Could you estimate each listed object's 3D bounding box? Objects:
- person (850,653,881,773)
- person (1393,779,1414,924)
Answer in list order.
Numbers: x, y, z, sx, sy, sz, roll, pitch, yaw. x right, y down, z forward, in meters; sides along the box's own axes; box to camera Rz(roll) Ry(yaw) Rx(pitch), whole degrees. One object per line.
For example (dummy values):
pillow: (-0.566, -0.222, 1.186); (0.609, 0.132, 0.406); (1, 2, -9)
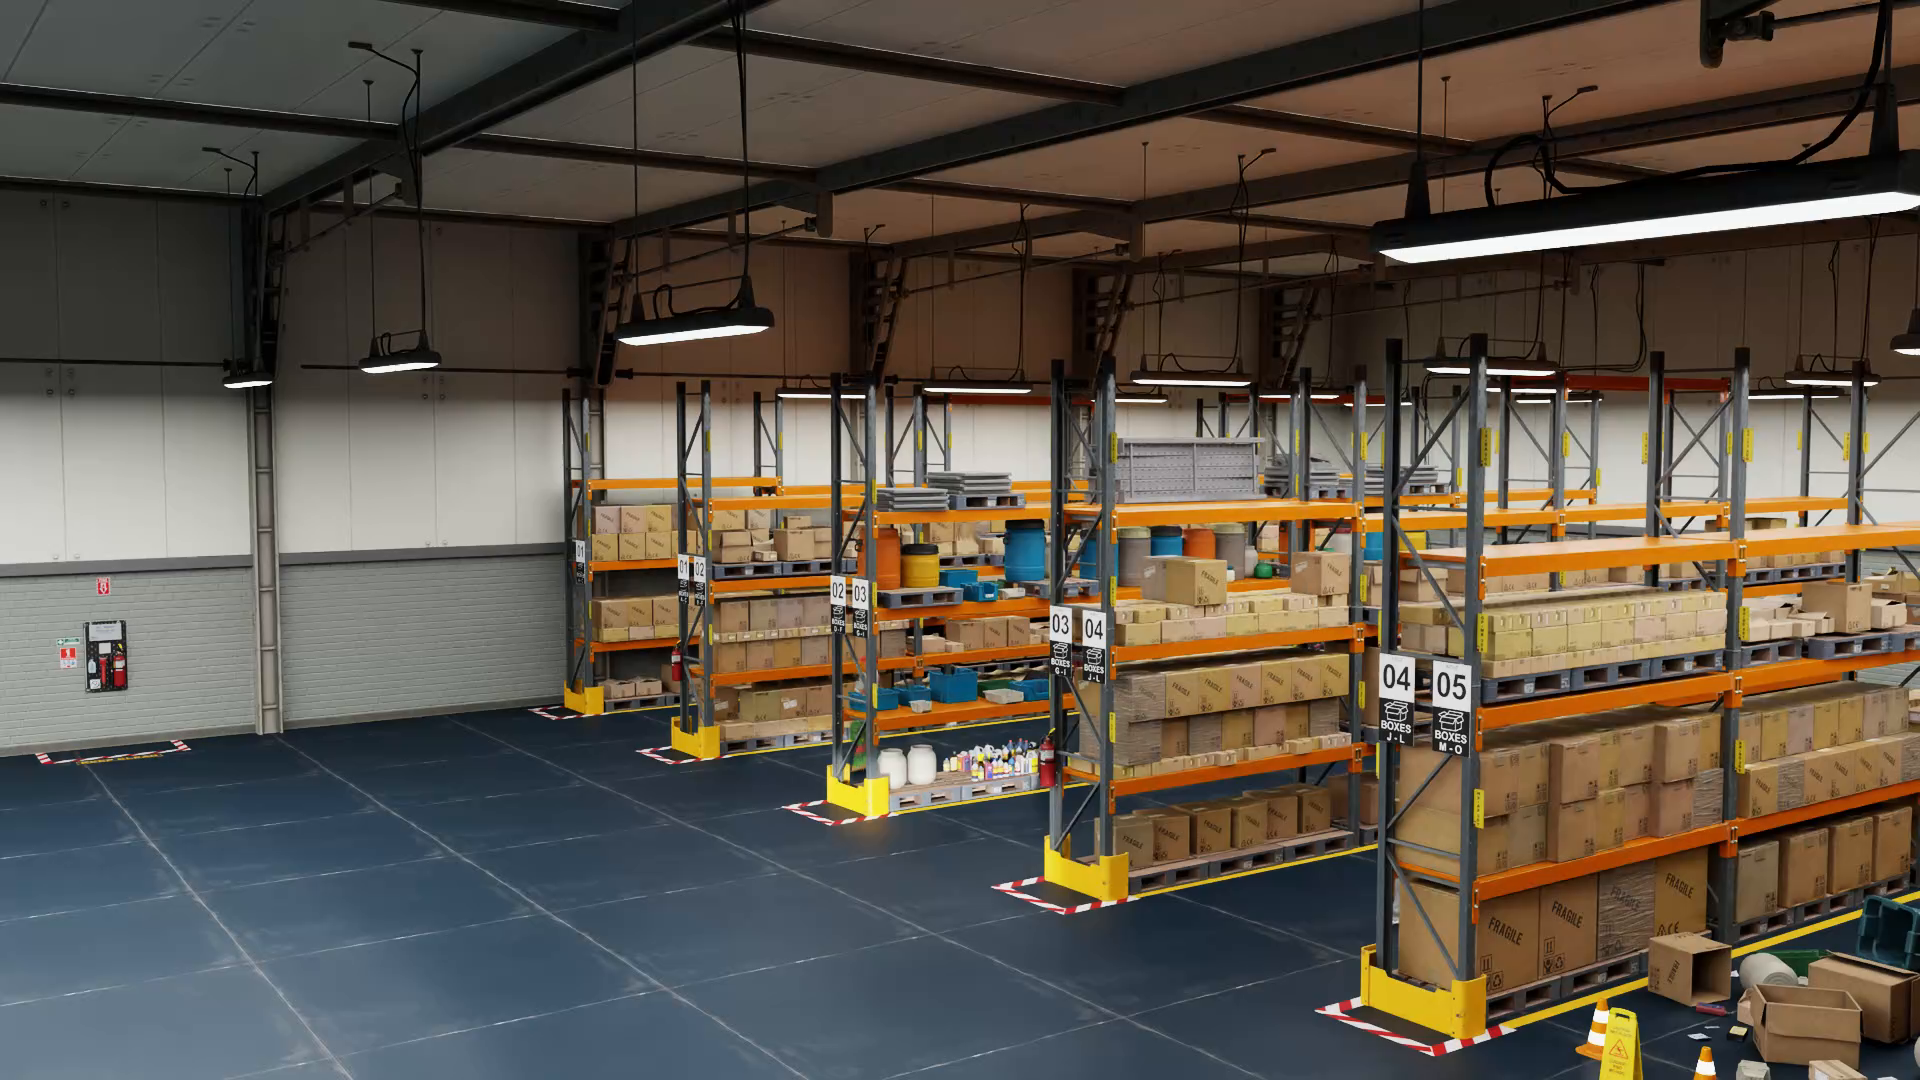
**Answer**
person: (-1.478, 2.642, 25.499); (0.375, 1.830, 0.618); (3, 5, 36)
person: (4.666, 3.252, 17.533); (0.486, 1.616, 0.431); (1, 4, 22)
